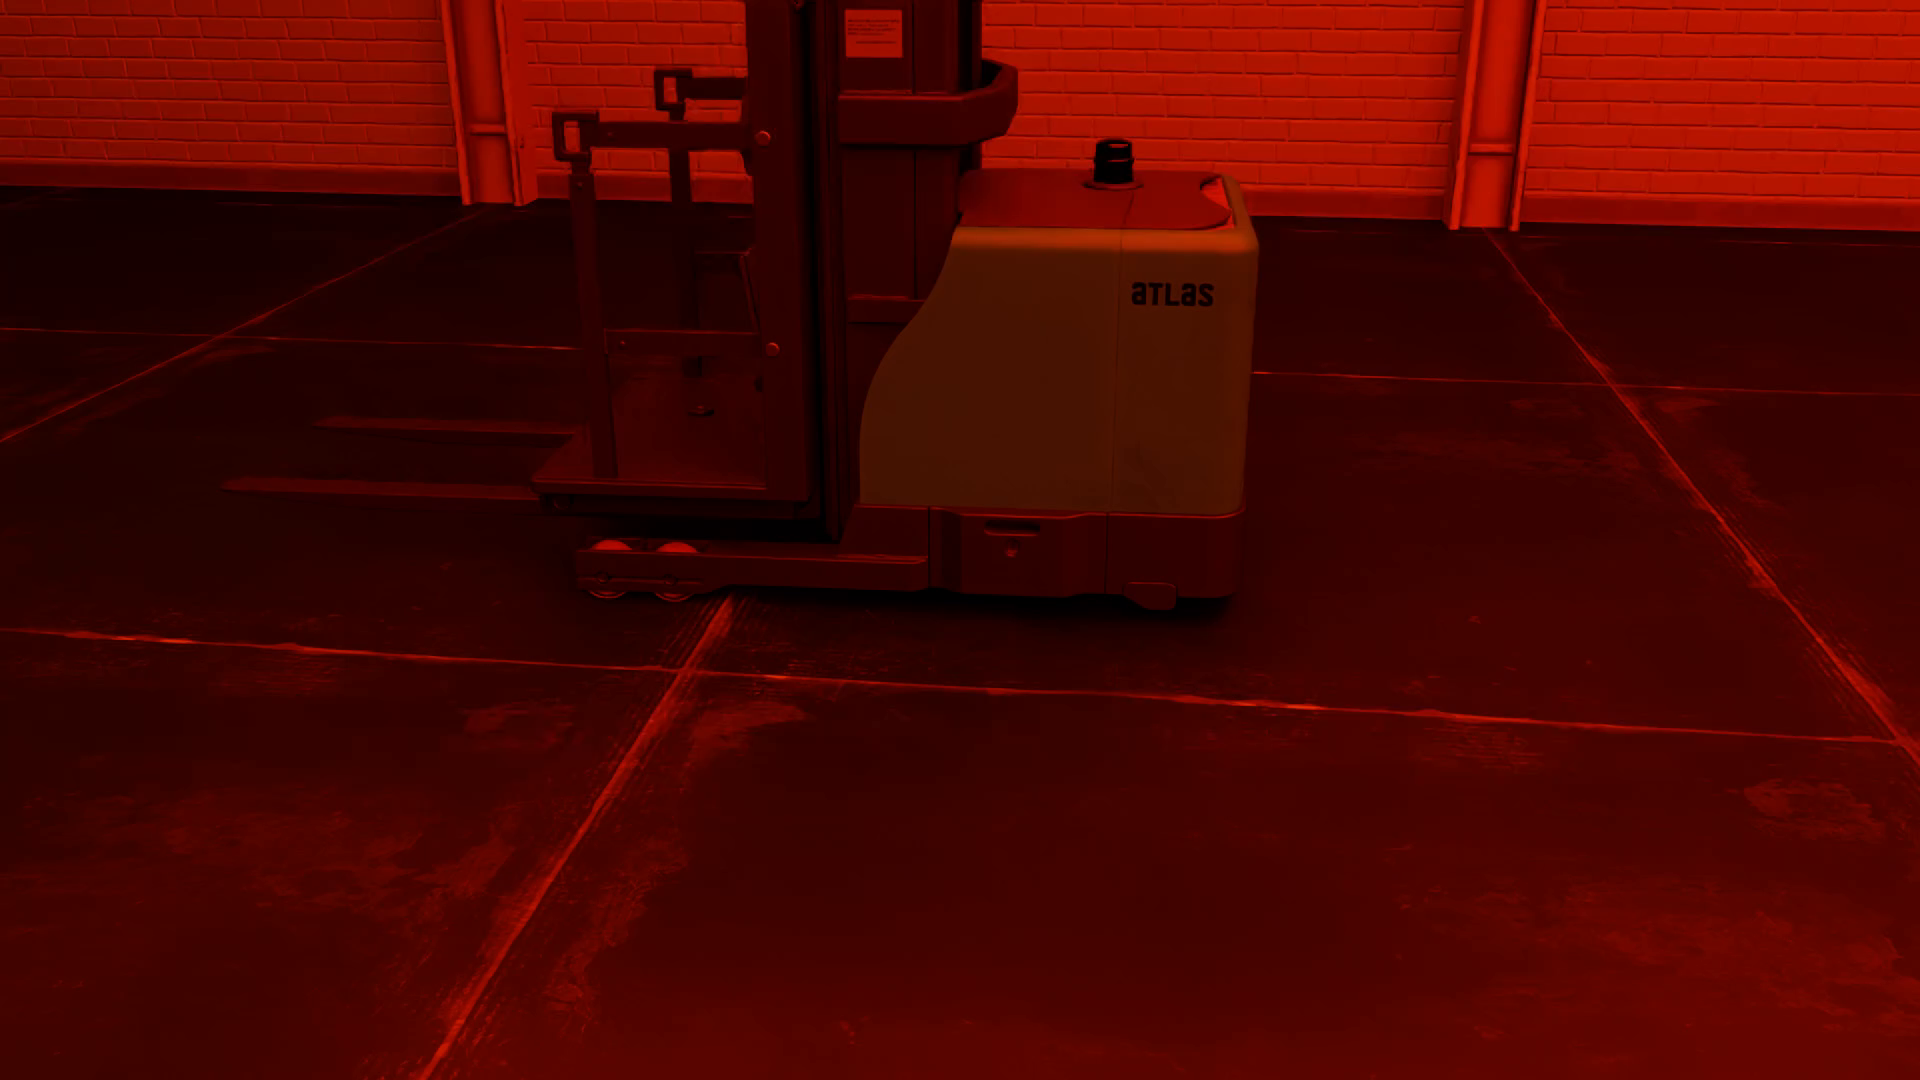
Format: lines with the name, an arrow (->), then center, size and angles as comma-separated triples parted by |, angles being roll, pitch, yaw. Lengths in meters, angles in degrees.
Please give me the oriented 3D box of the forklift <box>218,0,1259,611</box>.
forklift -> -0.679, -1.377, 4.673 | 3.031, 2.935, 1.130 | 2, 22, 5
